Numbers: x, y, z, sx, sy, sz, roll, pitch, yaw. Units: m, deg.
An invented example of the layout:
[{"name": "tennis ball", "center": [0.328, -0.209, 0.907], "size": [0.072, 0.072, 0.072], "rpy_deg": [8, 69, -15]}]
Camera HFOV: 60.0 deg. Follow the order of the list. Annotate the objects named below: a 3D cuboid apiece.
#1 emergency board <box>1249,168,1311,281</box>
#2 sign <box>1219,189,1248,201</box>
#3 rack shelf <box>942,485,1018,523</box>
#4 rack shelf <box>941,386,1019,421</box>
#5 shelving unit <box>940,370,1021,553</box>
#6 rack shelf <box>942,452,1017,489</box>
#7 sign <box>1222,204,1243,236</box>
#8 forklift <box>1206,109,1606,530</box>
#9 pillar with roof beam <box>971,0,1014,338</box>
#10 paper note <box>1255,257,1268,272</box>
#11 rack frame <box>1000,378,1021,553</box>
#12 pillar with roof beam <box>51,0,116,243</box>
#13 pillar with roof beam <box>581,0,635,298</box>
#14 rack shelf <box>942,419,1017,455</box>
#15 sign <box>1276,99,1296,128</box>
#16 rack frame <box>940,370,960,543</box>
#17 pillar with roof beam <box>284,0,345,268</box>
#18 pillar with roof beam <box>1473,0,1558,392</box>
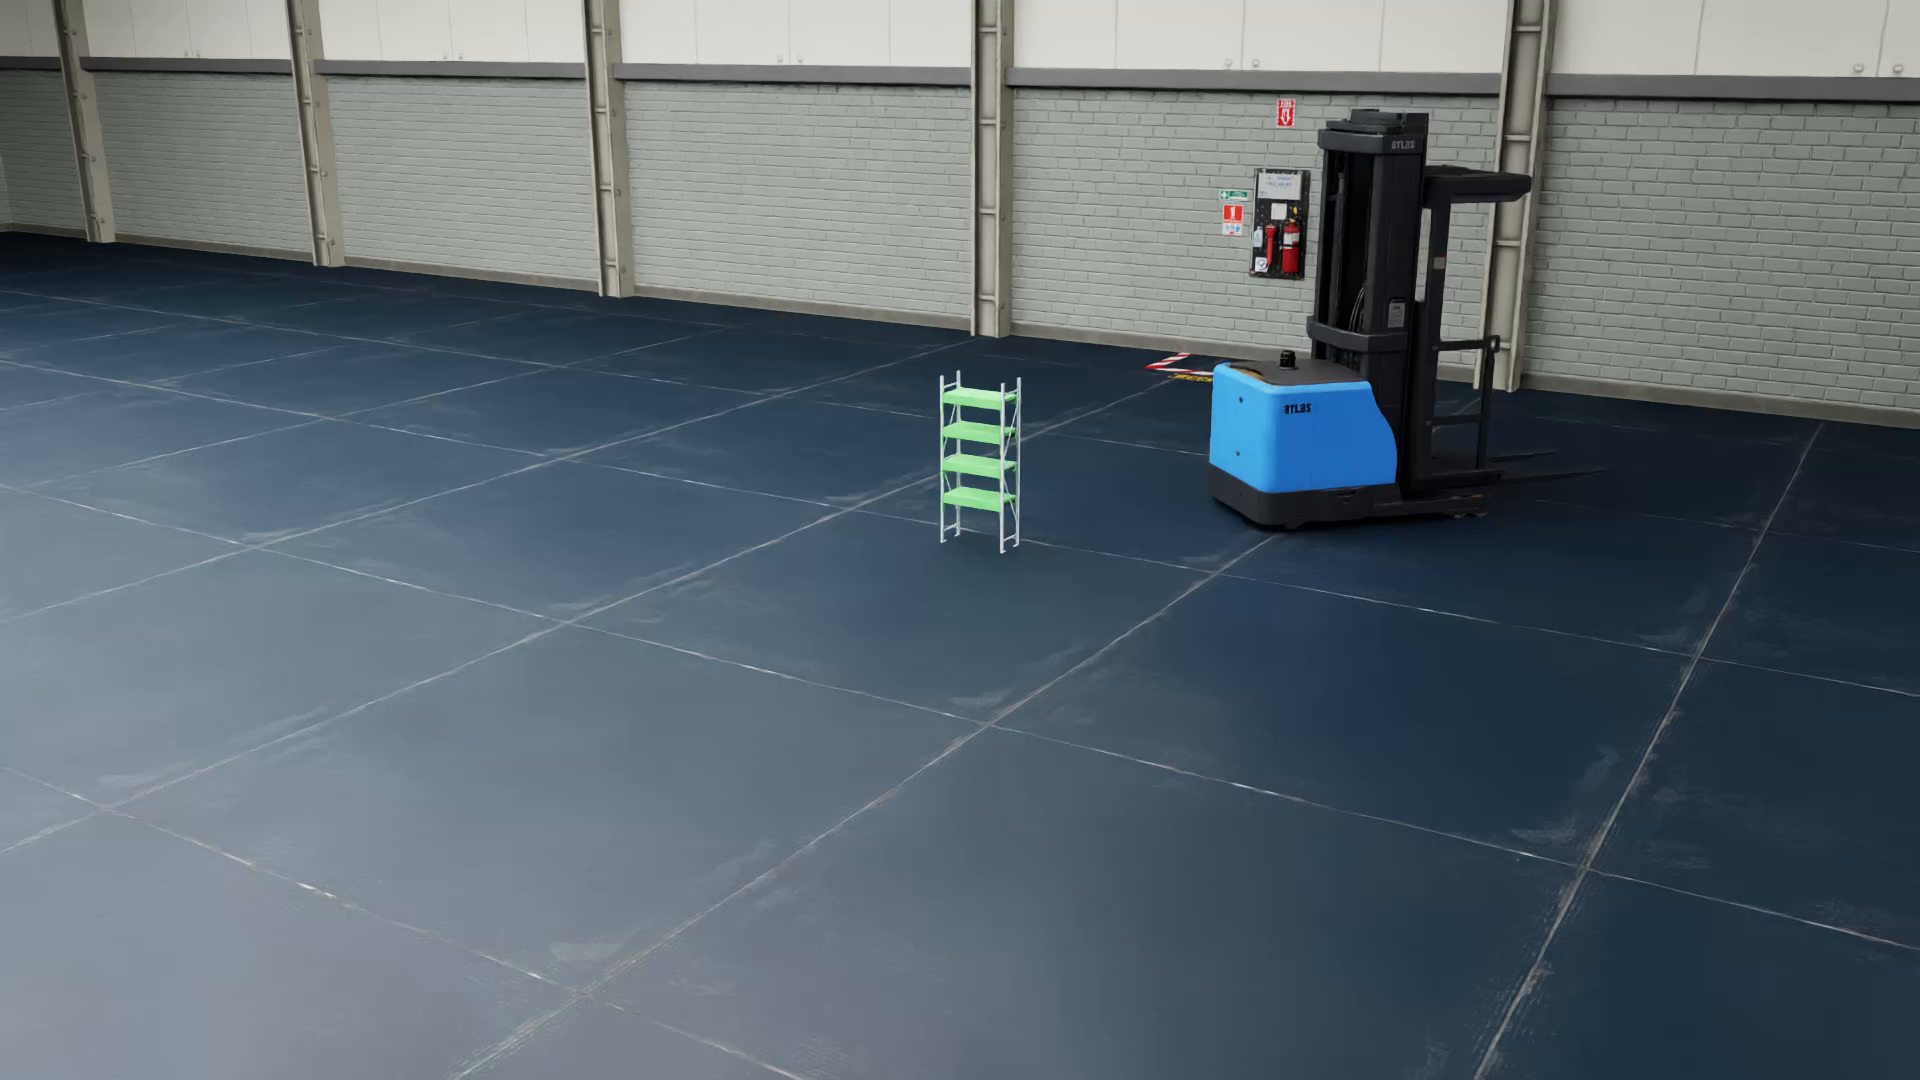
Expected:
[{"name": "emergency board", "center": [3.400, -3.377, 17.837], "size": [0.643, 1.169, 0.194], "rpy_deg": [10, 20, 30]}, {"name": "sign", "center": [2.982, -3.754, 18.106], "size": [0.331, 0.109, 0.001], "rpy_deg": [10, 20, 30]}, {"name": "rack shelf", "center": [0.141, -0.258, 11.712], "size": [0.480, 0.148, 0.258], "rpy_deg": [10, 20, 30]}, {"name": "rack shelf", "center": [0.141, -0.947, 11.503], "size": [0.480, 0.148, 0.258], "rpy_deg": [10, 20, 30]}, {"name": "shelving unit", "center": [0.141, -0.549, 11.624], "size": [0.503, 1.200, 0.258], "rpy_deg": [10, 20, 30]}, {"name": "rack shelf", "center": [0.141, -0.488, 11.642], "size": [0.480, 0.148, 0.258], "rpy_deg": [10, 20, 30]}, {"name": "sign", "center": [2.982, -3.504, 18.193], "size": [0.234, 0.329, 0.001], "rpy_deg": [10, 20, 30]}, {"name": "forklift", "center": [3.479, -1.704, 12.447], "size": [3.031, 2.935, 1.130], "rpy_deg": [-5, 18, -16]}, {"name": "pillar with roof beam", "center": [-1.880, -5.708, 15.191], "size": [0.400, 9.000, 9.100], "rpy_deg": [10, 20, 30]}, {"name": "paper note", "center": [3.285, -2.999, 18.110], "size": [0.142, 0.148, 0.016], "rpy_deg": [10, 20, 30]}, {"name": "rack frame", "center": [0.349, -0.512, 11.502], "size": [0.015, 1.200, 0.240], "rpy_deg": [10, 20, 30]}, {"name": "pillar with roof beam", "center": [-17.219, -8.446, 24.204], "size": [0.400, 9.000, 9.100], "rpy_deg": [10, 20, 30]}, {"name": "pillar with roof beam", "center": [-6.993, -6.621, 18.195], "size": [0.400, 9.000, 9.100], "rpy_deg": [10, 20, 30]}, {"name": "rack shelf", "center": [0.141, -0.717, 11.573], "size": [0.480, 0.148, 0.258], "rpy_deg": [10, 20, 30]}, {"name": "sign", "center": [3.445, -4.512, 17.585], "size": [0.199, 0.298, 0.001], "rpy_deg": [10, 20, 30]}, {"name": "rack frame", "center": [-0.067, -0.586, 11.746], "size": [0.015, 1.200, 0.240], "rpy_deg": [10, 20, 30]}, {"name": "pillar with roof beam", "center": [-12.106, -7.534, 21.200], "size": [0.400, 9.000, 9.100], "rpy_deg": [10, 20, 30]}, {"name": "pillar with roof beam", "center": [3.232, -4.796, 12.186], "size": [0.400, 9.000, 9.100], "rpy_deg": [10, 20, 30]}]
